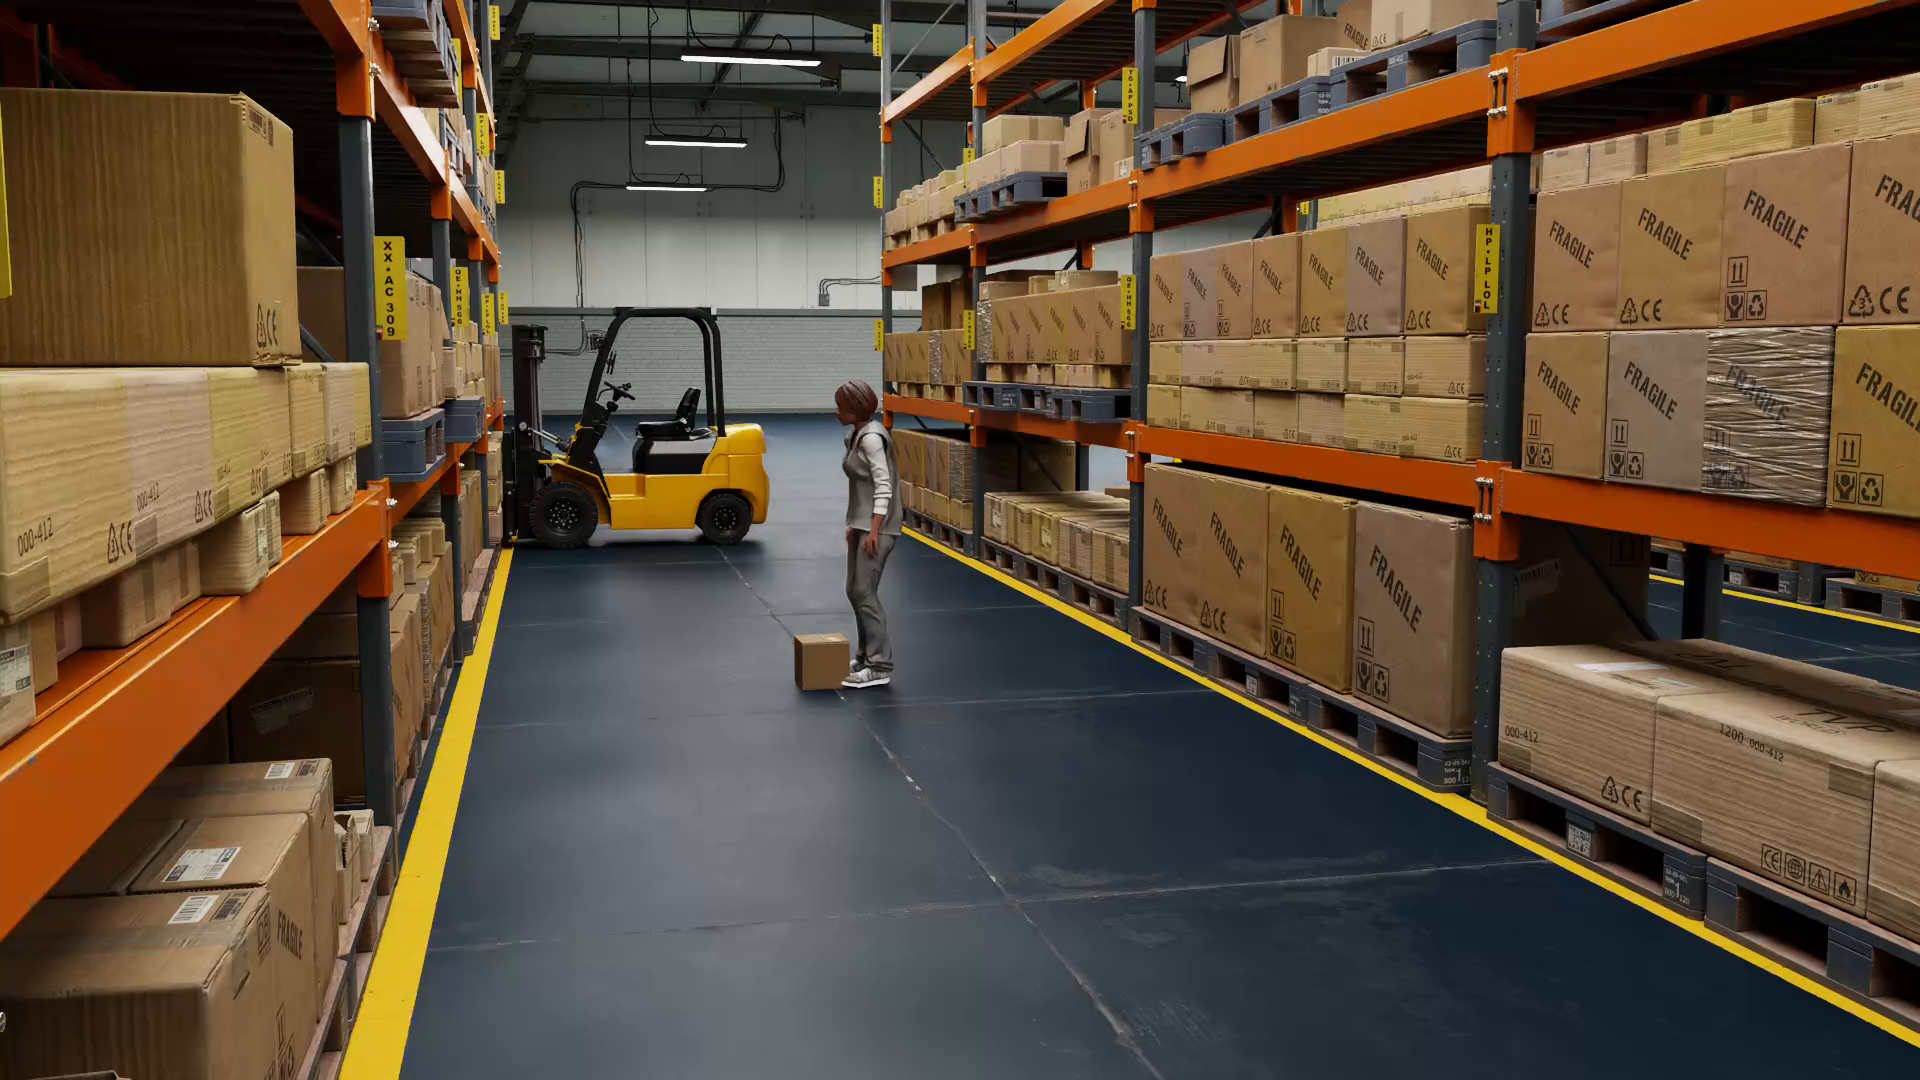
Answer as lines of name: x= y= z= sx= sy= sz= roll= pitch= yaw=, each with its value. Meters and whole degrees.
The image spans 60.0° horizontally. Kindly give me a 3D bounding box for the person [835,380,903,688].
person: x=-0.486 y=-0.037 z=8.709 sx=0.346 sy=1.593 sz=0.484 roll=-2 pitch=7 yaw=-17
